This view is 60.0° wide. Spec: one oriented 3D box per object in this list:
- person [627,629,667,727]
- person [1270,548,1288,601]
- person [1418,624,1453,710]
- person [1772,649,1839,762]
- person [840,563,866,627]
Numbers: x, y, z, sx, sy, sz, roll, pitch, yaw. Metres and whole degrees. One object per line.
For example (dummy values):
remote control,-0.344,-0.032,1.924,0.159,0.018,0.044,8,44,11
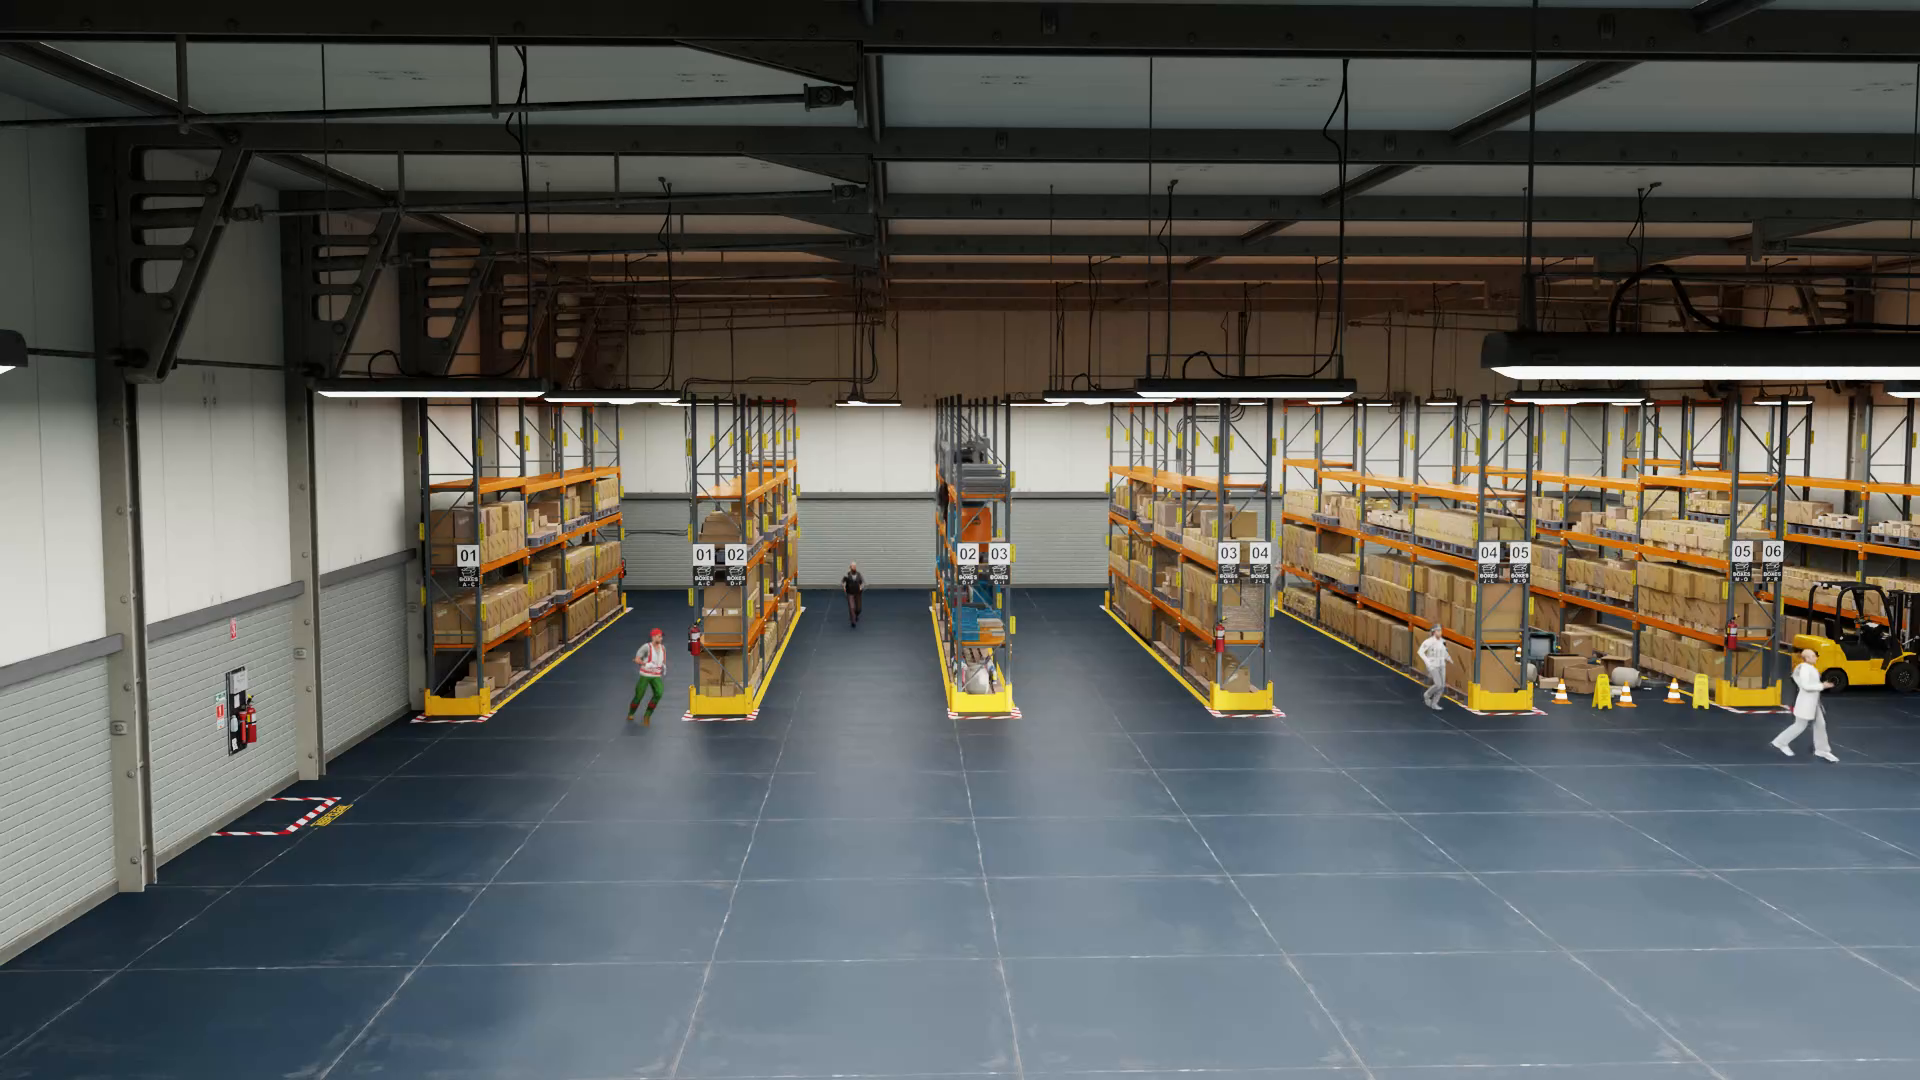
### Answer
person,-5.661,2.490,30.343,0.761,1.754,0.754,-3,6,-37
person,9.521,1.054,48.980,0.825,1.717,0.563,-2,5,-24
person,9.072,2.408,31.619,0.625,1.652,0.544,-2,5,-23
person,13.797,2.679,27.091,0.986,1.808,0.701,4,6,39
person,-2.811,1.438,43.805,0.665,1.683,0.753,-1,5,-12
